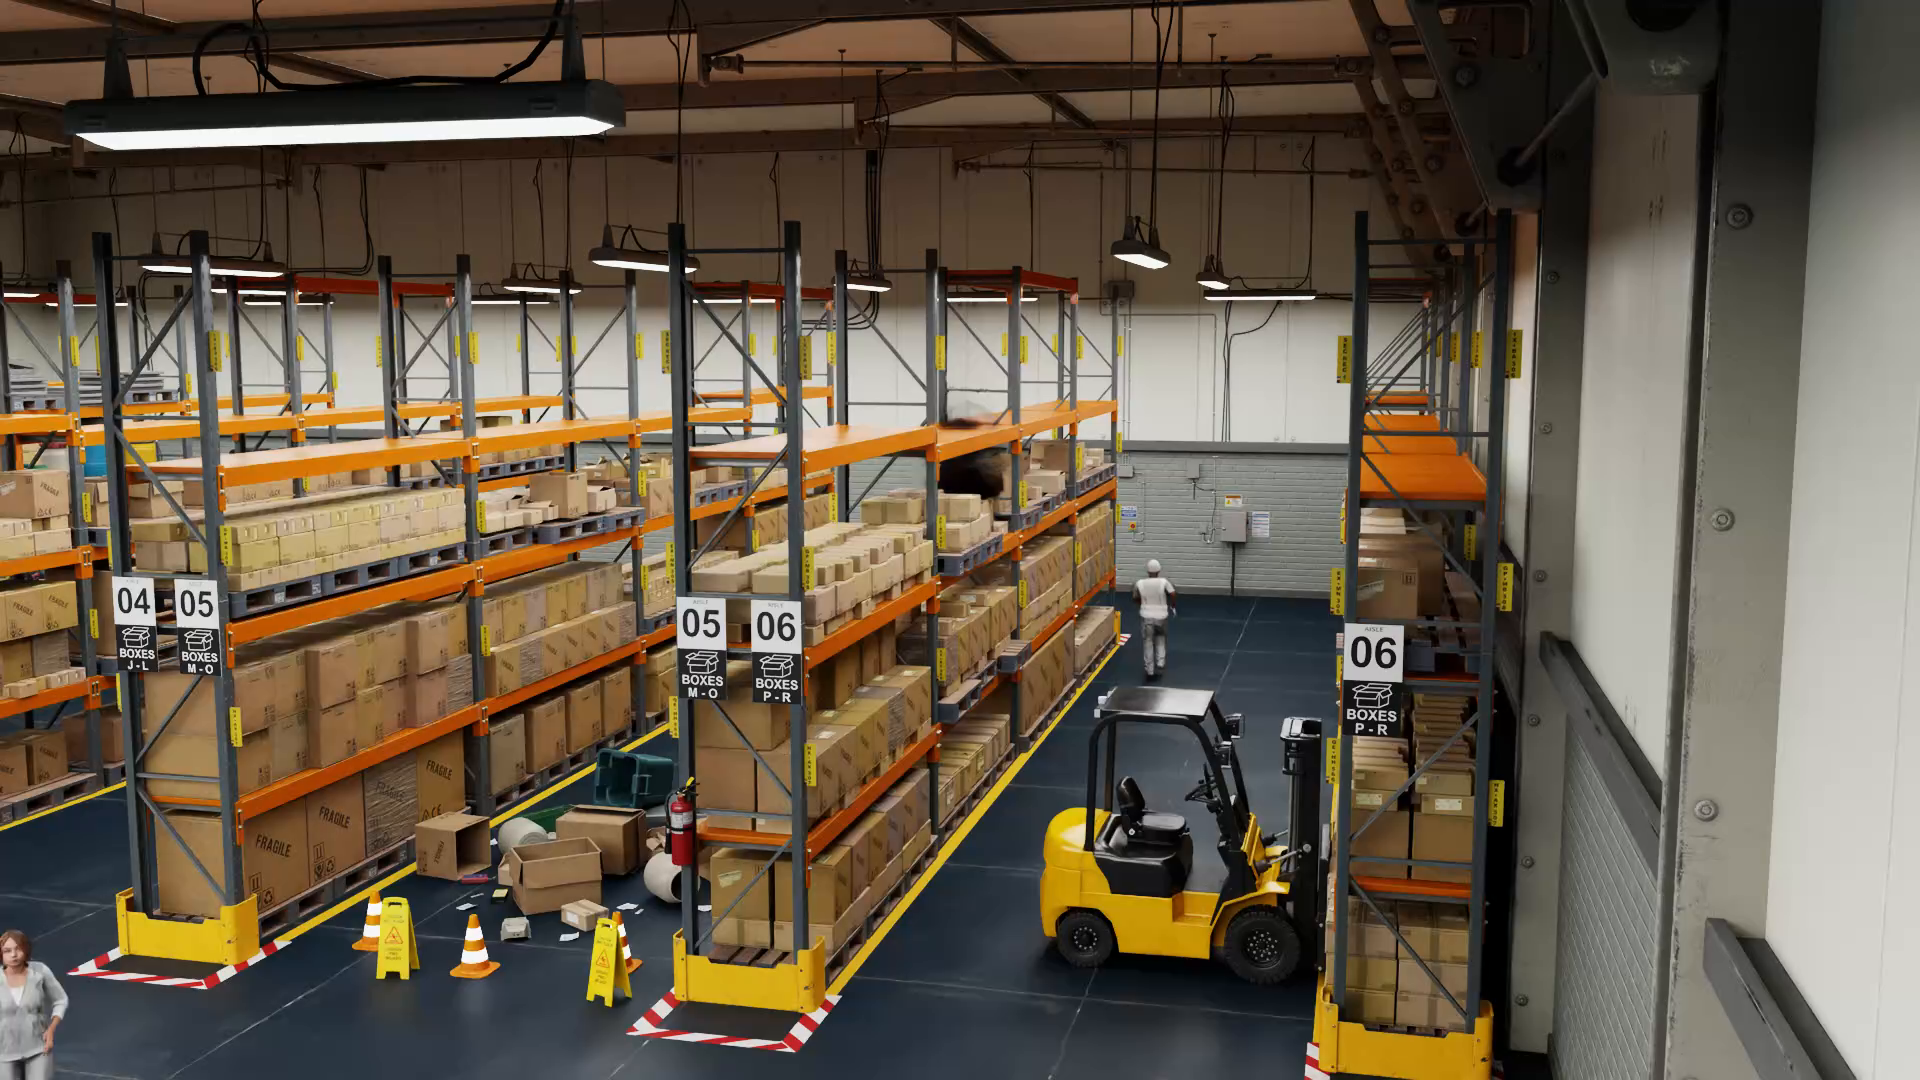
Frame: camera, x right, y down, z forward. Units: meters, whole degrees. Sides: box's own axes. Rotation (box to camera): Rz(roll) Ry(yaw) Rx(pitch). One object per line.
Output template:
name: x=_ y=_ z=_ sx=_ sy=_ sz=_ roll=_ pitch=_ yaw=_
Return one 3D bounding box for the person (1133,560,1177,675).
person: x=2.958 y=1.200 z=25.336 sx=0.656 sy=1.823 sz=0.744 roll=0 pitch=7 yaw=4

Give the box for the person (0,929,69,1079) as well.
person: x=-5.820 y=3.161 z=10.313 sx=0.547 sy=1.557 sz=0.552 roll=-4 pitch=8 yaw=-32
